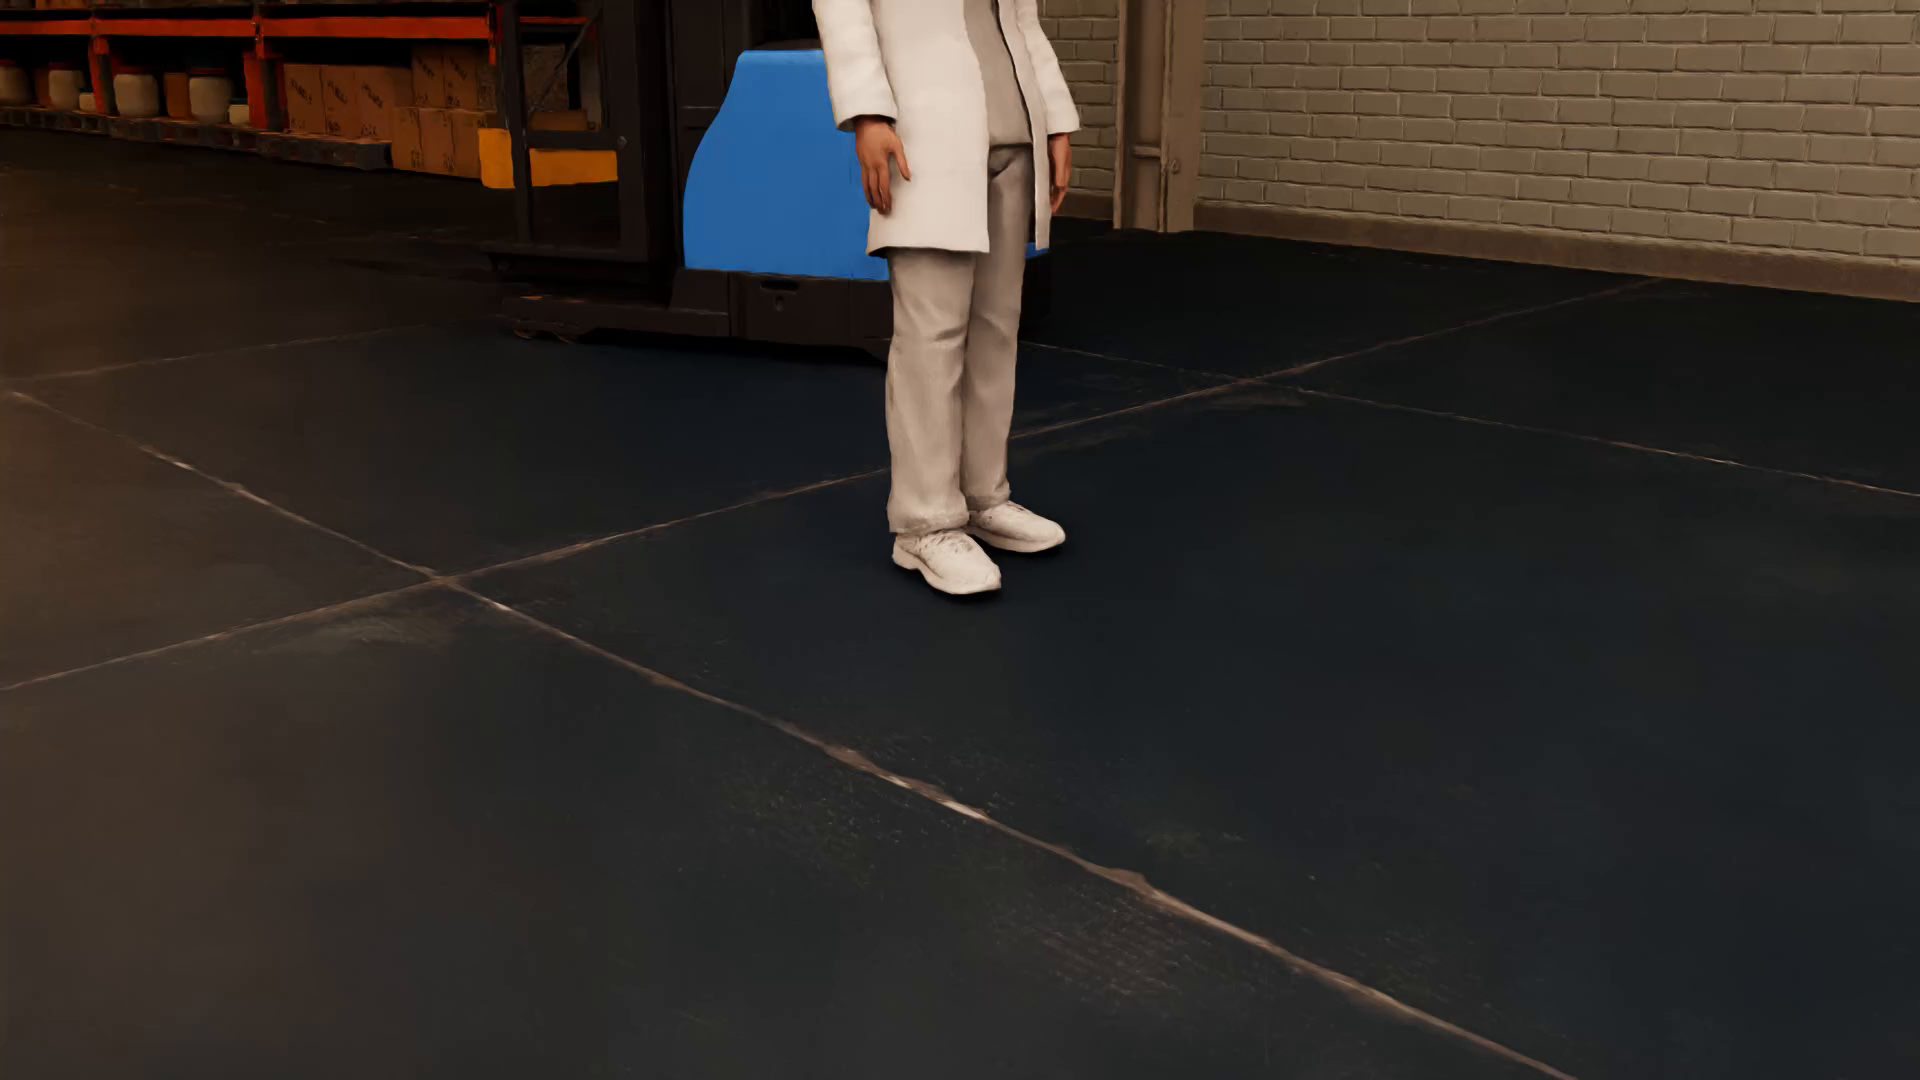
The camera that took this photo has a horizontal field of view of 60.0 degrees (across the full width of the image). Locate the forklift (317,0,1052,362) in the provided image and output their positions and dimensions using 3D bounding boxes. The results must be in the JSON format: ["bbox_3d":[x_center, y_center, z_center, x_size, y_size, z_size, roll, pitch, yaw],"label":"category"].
[{"bbox_3d":[-1.204,-2.289,6.346,3.031,2.935,1.130,8,19,23],"label":"forklift"}]

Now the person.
[{"bbox_3d":[0.062,-0.837,3.567,0.579,1.776,0.694,16,23,42],"label":"person"}]
